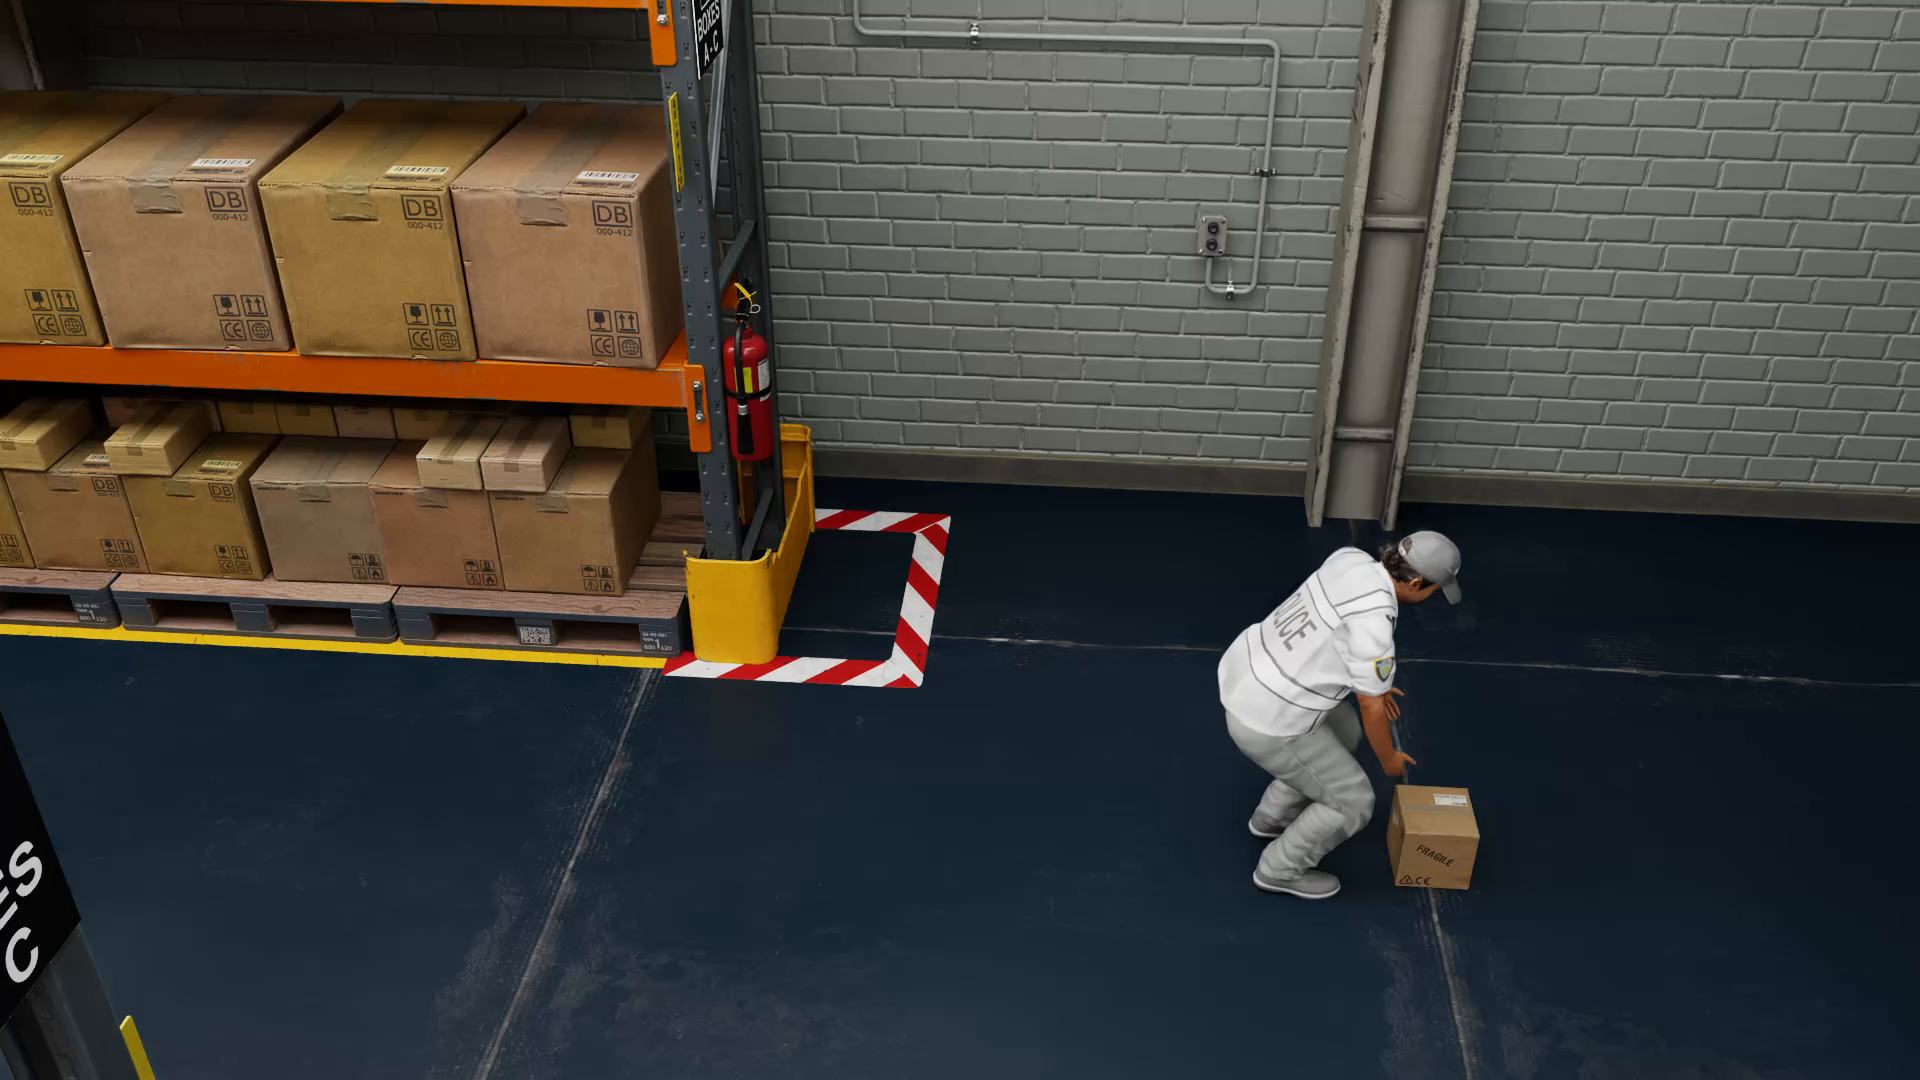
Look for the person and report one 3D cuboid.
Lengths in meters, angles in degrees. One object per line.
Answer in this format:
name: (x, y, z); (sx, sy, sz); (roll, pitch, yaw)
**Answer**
person: (1.233, 0.546, 5.571); (0.745, 1.351, 0.536); (3, 32, 4)
